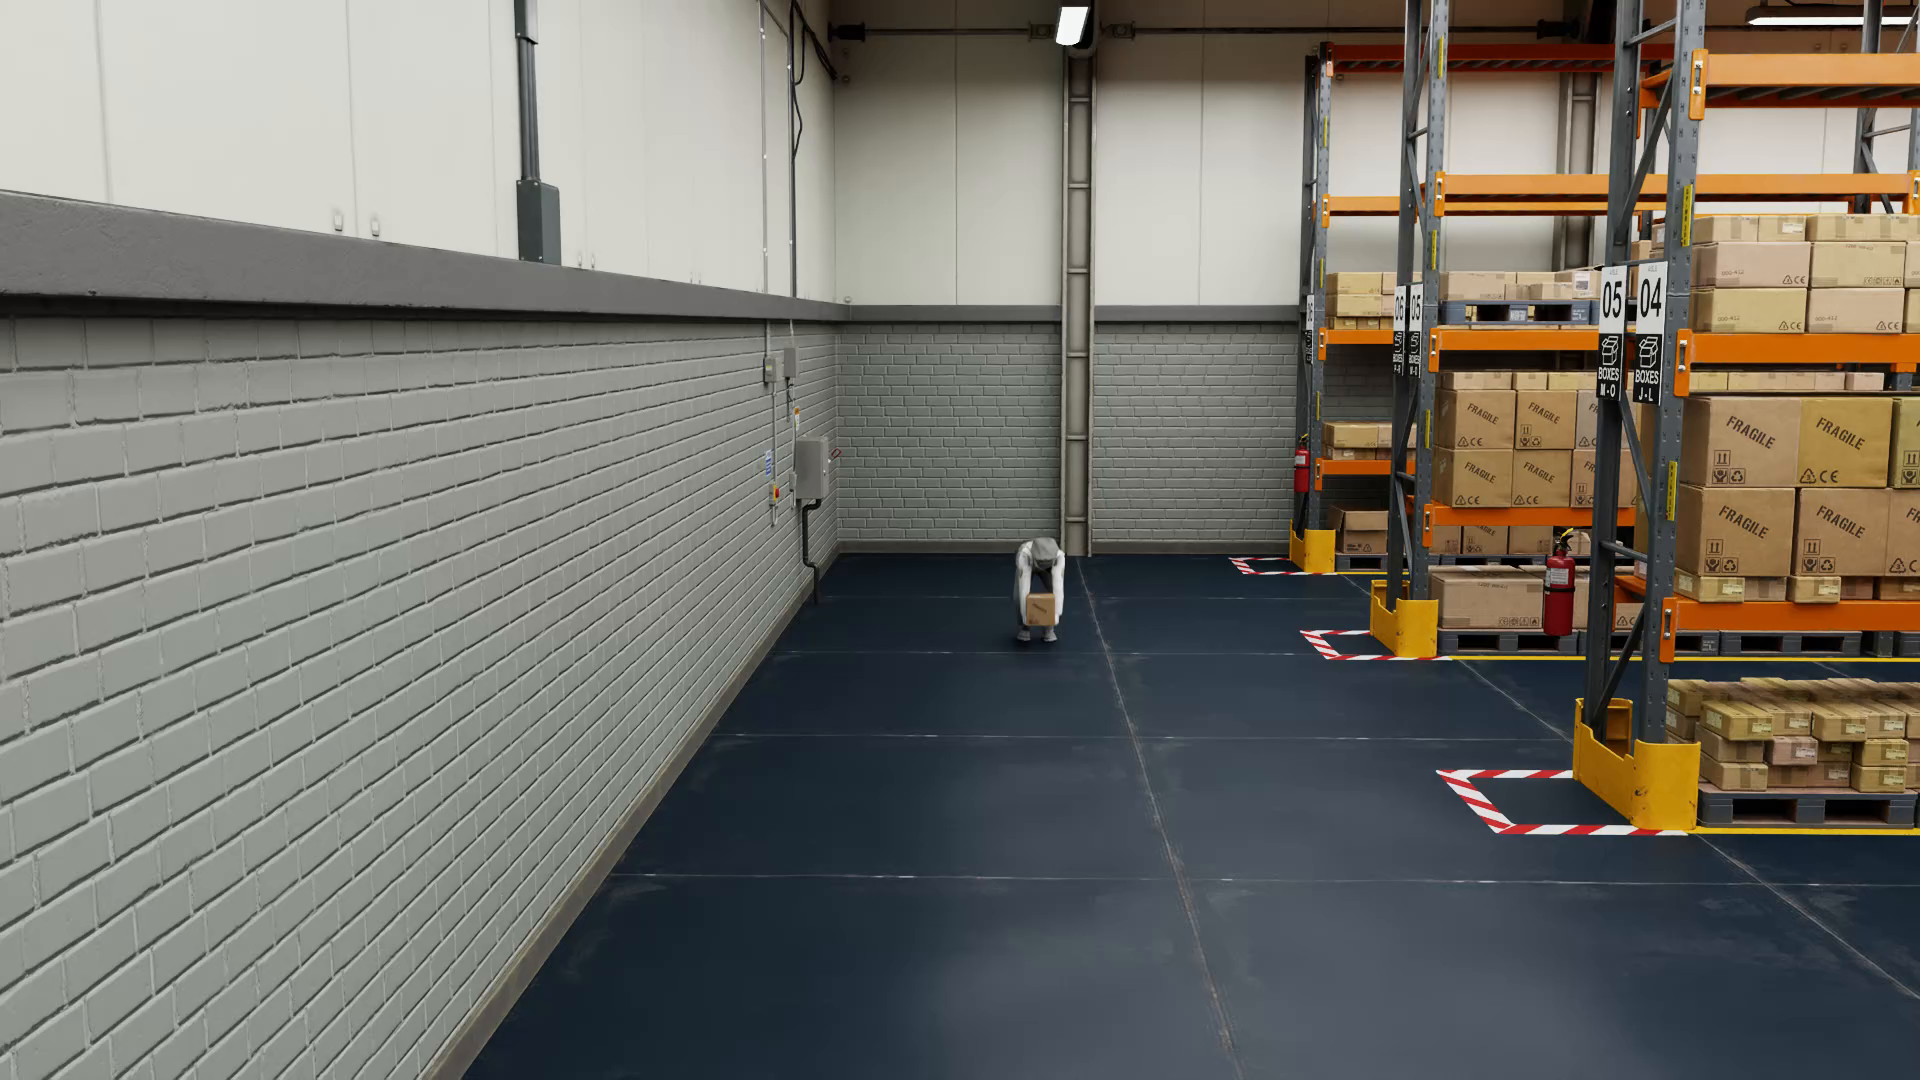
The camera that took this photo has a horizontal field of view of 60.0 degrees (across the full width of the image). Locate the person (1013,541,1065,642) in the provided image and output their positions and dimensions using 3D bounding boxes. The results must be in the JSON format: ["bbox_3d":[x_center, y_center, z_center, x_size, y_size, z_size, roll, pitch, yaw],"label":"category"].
[{"bbox_3d":[0.709,0.448,15.051,0.454,0.963,0.863,0,7,-1],"label":"person"}]
